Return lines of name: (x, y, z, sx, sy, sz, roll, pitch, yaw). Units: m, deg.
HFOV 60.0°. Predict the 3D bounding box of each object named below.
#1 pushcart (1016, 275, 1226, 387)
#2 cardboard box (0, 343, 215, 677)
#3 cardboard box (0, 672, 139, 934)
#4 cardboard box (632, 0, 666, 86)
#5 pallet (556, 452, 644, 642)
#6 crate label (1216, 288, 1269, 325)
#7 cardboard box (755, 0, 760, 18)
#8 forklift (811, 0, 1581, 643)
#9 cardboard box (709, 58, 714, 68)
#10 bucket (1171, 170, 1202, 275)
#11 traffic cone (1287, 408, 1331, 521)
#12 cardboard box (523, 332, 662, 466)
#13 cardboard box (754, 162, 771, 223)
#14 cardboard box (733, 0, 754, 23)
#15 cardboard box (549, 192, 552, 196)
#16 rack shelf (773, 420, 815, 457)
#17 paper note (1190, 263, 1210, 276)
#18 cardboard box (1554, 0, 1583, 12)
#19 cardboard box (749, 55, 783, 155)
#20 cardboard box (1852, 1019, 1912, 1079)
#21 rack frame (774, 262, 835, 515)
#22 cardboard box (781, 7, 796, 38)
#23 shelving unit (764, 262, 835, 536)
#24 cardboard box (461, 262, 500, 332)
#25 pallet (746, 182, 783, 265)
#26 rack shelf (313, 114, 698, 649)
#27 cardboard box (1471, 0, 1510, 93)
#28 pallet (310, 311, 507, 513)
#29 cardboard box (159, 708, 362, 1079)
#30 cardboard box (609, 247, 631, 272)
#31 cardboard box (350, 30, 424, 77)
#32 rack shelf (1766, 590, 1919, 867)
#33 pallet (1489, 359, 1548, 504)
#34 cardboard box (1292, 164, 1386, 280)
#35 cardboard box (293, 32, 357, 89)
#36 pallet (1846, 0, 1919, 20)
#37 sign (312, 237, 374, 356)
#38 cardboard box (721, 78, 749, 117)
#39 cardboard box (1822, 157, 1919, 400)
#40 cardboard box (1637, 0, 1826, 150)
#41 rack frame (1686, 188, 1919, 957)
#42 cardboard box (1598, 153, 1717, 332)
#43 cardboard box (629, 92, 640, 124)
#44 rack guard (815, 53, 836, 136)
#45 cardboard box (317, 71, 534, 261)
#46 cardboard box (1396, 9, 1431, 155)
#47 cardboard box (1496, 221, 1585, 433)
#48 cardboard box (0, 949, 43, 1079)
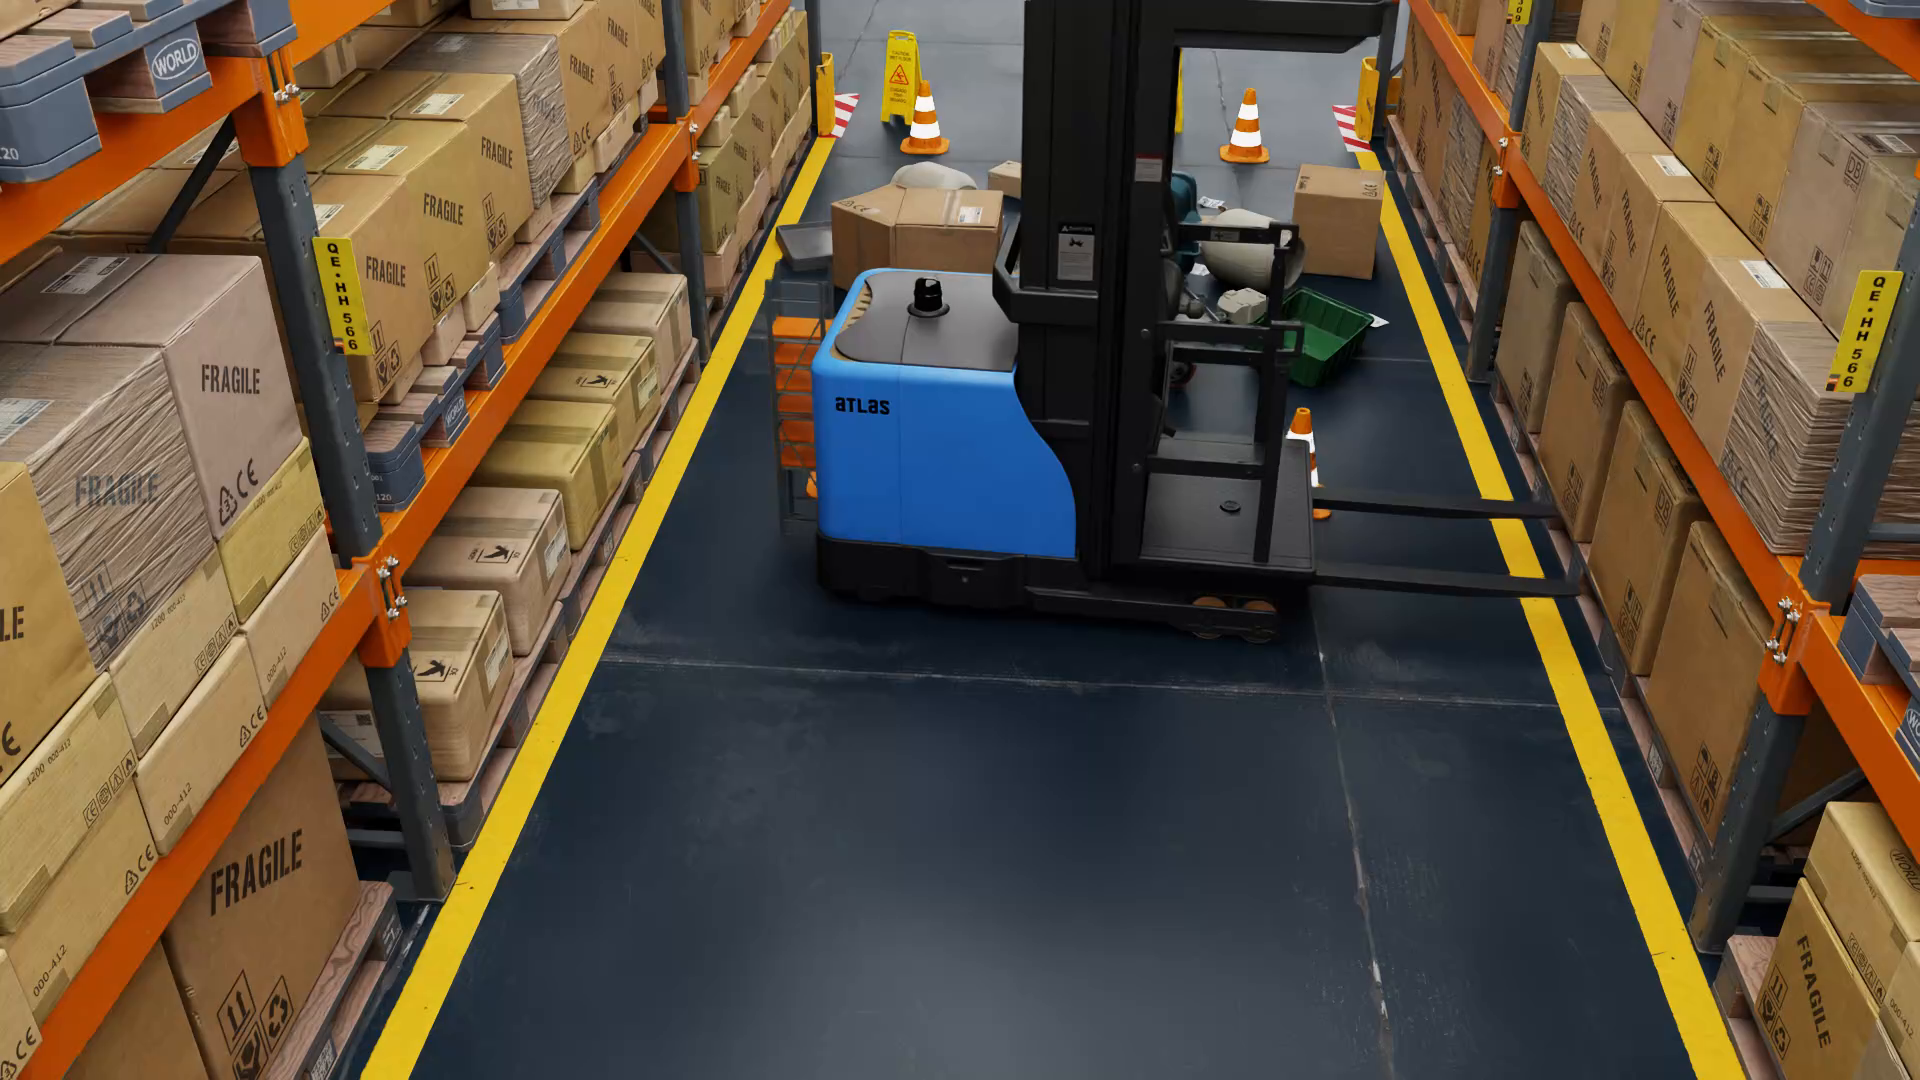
pushcart: (0.452, -1.061, 8.612, 1.648, 0.377, 0.936, -8, 33, -13)
cardboard box: (-1.965, -0.075, 3.465, 0.500, 0.500, 0.500, 3, 32, 5)
cardboard box: (-1.995, 0.495, 3.254, 0.500, 0.250, 0.500, 2, 32, 3)
cardboard box: (-1.633, -2.345, 7.418, 0.500, 0.500, 0.500, 2, 32, 3)
pallet: (-1.983, -0.015, 7.073, 1.003, 0.211, 1.213, 2, 32, 4)
crate label: (1.575, -1.290, 9.212, 0.298, 0.136, 0.250, -20, 37, -29)
cardboard box: (-1.373, -3.094, 9.651, 0.380, 0.149, 0.250, 2, 32, 4)
forklift: (0.976, -1.139, 6.305, 3.031, 2.935, 1.130, 5, 32, 7)
cardboard box: (-1.519, -2.567, 8.796, 0.380, 0.149, 0.250, 2, 32, 4)
bucket: (0.831, -1.513, 8.518, 0.726, 0.611, 0.620, 14, 44, 21)
traffic cone: (1.503, -0.373, 7.415, 0.336, 0.463, 0.334, 2, 32, 4)
cardboard box: (-1.920, -0.658, 7.564, 0.950, 0.372, 0.625, 4, 32, 7)
cardboard box: (-1.434, -2.111, 10.037, 0.500, 0.250, 0.500, 2, 32, 3)
cardboard box: (-1.439, -3.162, 9.142, 0.500, 0.500, 0.500, 2, 32, 4)
cardboard box: (-1.812, -1.374, 6.459, 0.380, 0.149, 0.250, 1, 32, 2)
rack shelf: (-0.652, -0.432, 7.121, 0.258, 0.103, 0.180, 4, 32, 6)
paper note: (1.404, -1.611, 9.843, 0.172, 0.023, 0.155, 14, 34, 21)
cardboard box: (3.182, -2.805, 7.771, 0.875, 0.550, 0.550, 2, 32, 4)
cardboard box: (-1.391, -2.701, 10.280, 0.500, 0.500, 0.500, 2, 32, 3)
cardboard box: (2.443, 1.509, 3.925, 0.500, 0.500, 0.500, 3, 32, 5)
rack frame: (-0.641, -0.620, 7.112, 0.240, 1.200, 0.006, 4, 32, 6)
cardboard box: (-1.267, -3.319, 10.664, 0.380, 0.149, 0.250, 3, 32, 5)
shelving unit: (-0.652, -0.572, 7.035, 0.258, 1.200, 0.189, 4, 32, 6)
cardboard box: (-1.770, -0.821, 5.563, 0.380, 0.149, 0.250, 3, 32, 4)
pallet: (-1.708, -2.054, 10.382, 1.003, 0.211, 1.213, 2, 32, 4)
rack shelf: (-1.987, -0.897, 6.532, 1.077, 0.370, 4.000, 2, 32, 4)
cardboard box: (3.158, -2.636, 8.525, 0.875, 0.550, 0.550, 2, 32, 4)
pallet: (-2.198, -0.453, 5.308, 1.213, 0.211, 1.003, 2, 32, 4)
cardboard box: (-2.289, 0.926, 4.513, 0.875, 0.875, 0.875, 2, 32, 4)
cardboard box: (-2.044, -1.578, 9.171, 0.500, 0.250, 0.500, 4, 32, 6)
cardboard box: (-2.273, -1.575, 6.167, 0.500, 0.500, 0.500, 1, 32, 2)
rack shelf: (2.629, 1.353, 2.880, 1.077, 0.370, 4.000, 2, 32, 4)
pallet: (3.130, -0.496, 7.854, 1.003, 0.211, 1.213, 2, 32, 4)
cardboard box: (2.221, -1.883, 9.826, 0.500, 0.500, 0.500, 8, 32, 12)
cardboard box: (-2.298, -1.649, 5.669, 0.380, 0.149, 0.250, 1, 32, 2)
pallet: (2.791, -1.534, 4.201, 1.213, 0.211, 1.003, 4, 32, 6)
sign: (-1.596, -0.628, 4.307, 0.100, 0.325, 0.005, 2, 32, 4)
cardboard box: (-1.397, -2.481, 9.304, 0.380, 0.149, 0.250, 4, 32, 6)
cardboard box: (2.838, -0.701, 4.480, 0.700, 0.500, 0.500, 2, 32, 4)
cardboard box: (3.002, -1.765, 6.207, 0.700, 0.500, 0.500, 3, 32, 4)
rack frame: (2.792, 0.001, 4.389, 1.000, 3.000, 0.127, 2, 32, 4)
cardboard box: (2.681, -1.078, 6.046, 0.500, 0.500, 0.500, 3, 32, 5)
cardboard box: (-1.630, -1.903, 7.317, 0.380, 0.149, 0.250, 2, 32, 3)
rack guard: (-1.505, -3.237, 12.025, 1.175, 0.500, 0.348, 2, 32, 4)
cardboard box: (-1.811, -1.281, 5.691, 0.500, 0.500, 0.500, 3, 32, 5)
cardboard box: (3.454, -3.099, 11.044, 0.875, 0.875, 0.875, 3, 32, 4)
cardboard box: (3.157, -0.983, 7.730, 1.050, 0.750, 0.750, 2, 32, 4)
cardboard box: (-2.028, 0.980, 2.943, 0.500, 0.250, 0.500, 2, 32, 3)
